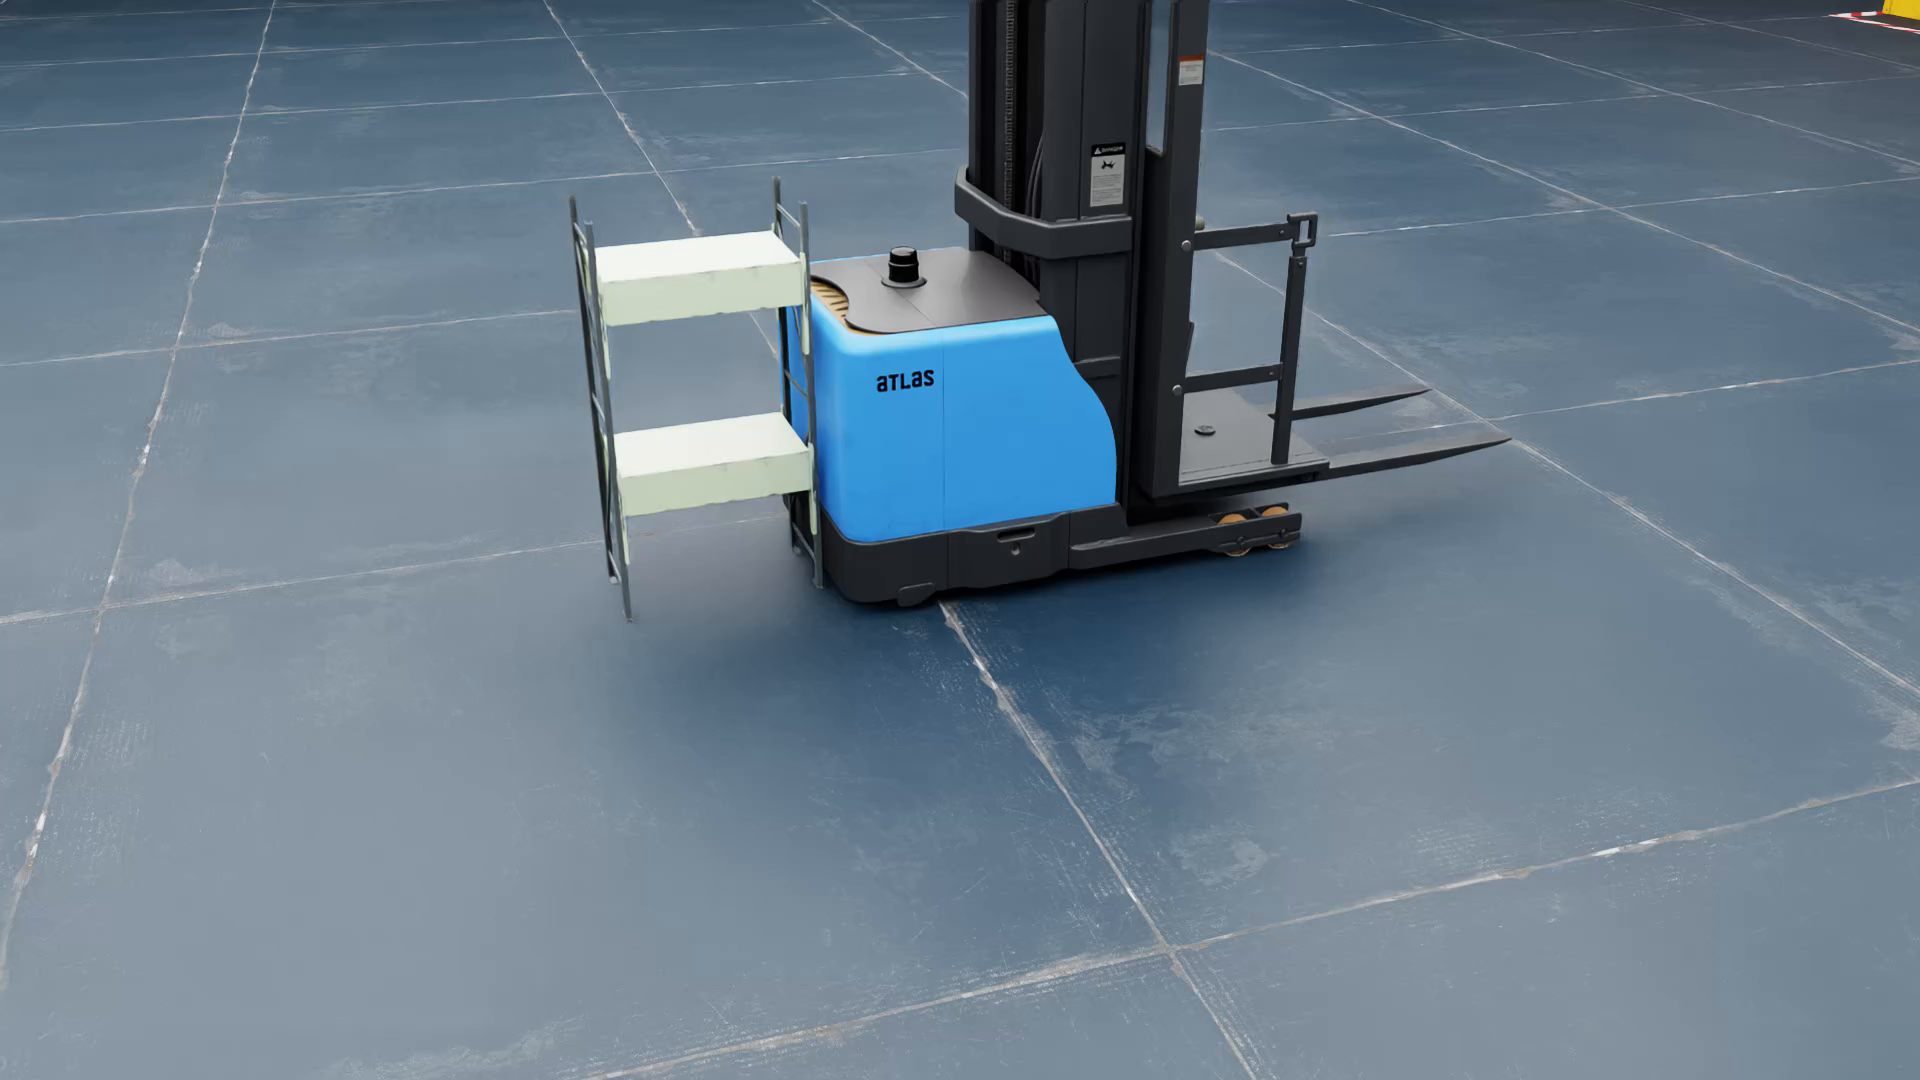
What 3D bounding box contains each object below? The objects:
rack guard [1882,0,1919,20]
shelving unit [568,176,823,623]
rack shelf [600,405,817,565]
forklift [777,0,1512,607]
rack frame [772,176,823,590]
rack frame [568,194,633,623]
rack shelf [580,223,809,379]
[{"bbox_3d":[10.687,-5.937,18.147,0.348,0.500,1.175,-8,28,-16],"label":"rack guard"},{"bbox_3d":[-0.946,-0.509,6.088,0.755,1.500,0.431,-9,28,-18],"label":"shelving unit"},{"bbox_3d":[-0.946,-0.217,6.233,0.720,0.370,0.431,-9,28,-18],"label":"rack shelf"},{"bbox_3d":[0.837,-1.457,6.388,3.031,2.935,1.130,-9,28,-18],"label":"forklift"},{"bbox_3d":[-0.603,-0.565,6.202,0.023,1.500,0.400,-9,28,-18],"label":"rack frame"},{"bbox_3d":[-1.290,-0.452,5.974,0.023,1.500,0.400,-9,28,-18],"label":"rack frame"},{"bbox_3d":[-0.946,-0.858,5.914,0.720,0.370,0.431,-9,28,-18],"label":"rack shelf"}]
